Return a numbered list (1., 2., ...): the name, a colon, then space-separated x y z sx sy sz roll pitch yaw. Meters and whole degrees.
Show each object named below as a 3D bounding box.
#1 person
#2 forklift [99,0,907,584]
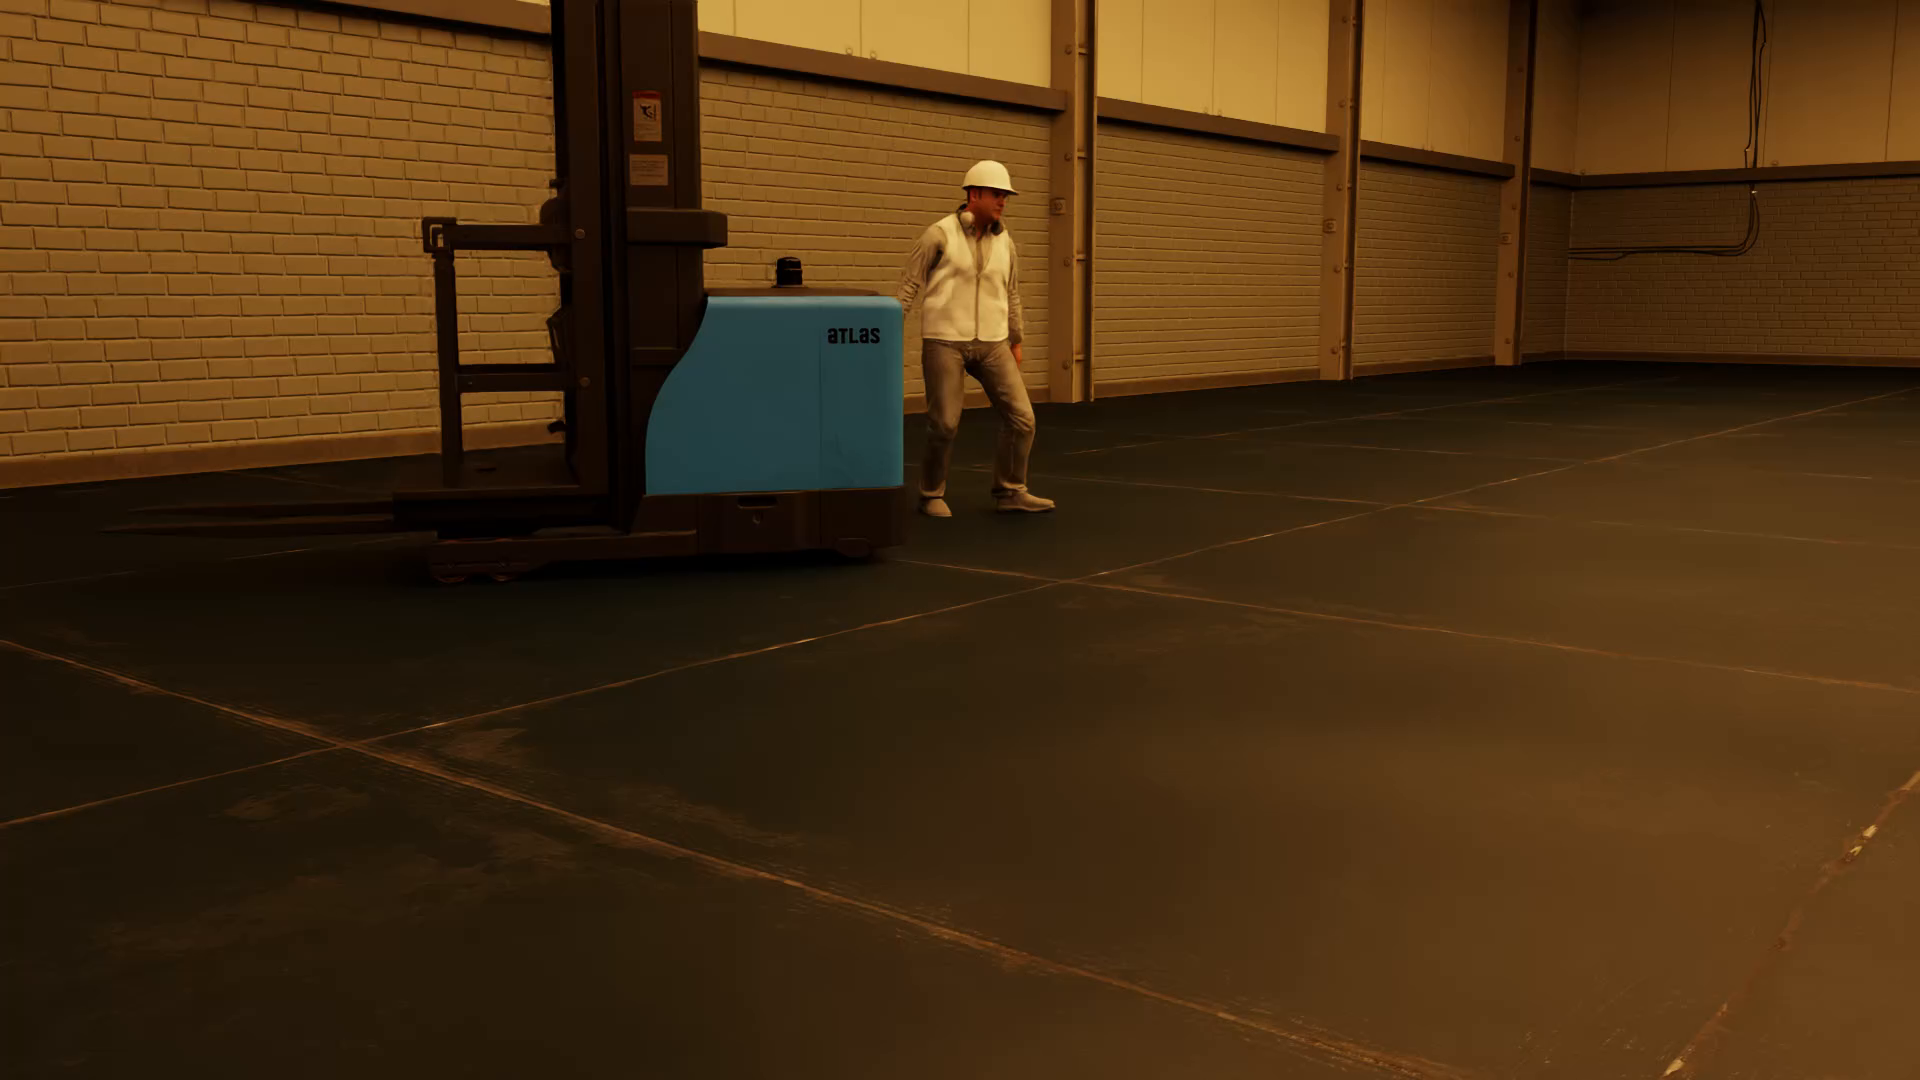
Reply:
1. person: 0.044 -0.972 8.180 0.867 1.745 0.467 -3 9 -20
2. forklift: -1.793 -1.370 6.646 3.031 2.935 1.130 -2 9 -16
